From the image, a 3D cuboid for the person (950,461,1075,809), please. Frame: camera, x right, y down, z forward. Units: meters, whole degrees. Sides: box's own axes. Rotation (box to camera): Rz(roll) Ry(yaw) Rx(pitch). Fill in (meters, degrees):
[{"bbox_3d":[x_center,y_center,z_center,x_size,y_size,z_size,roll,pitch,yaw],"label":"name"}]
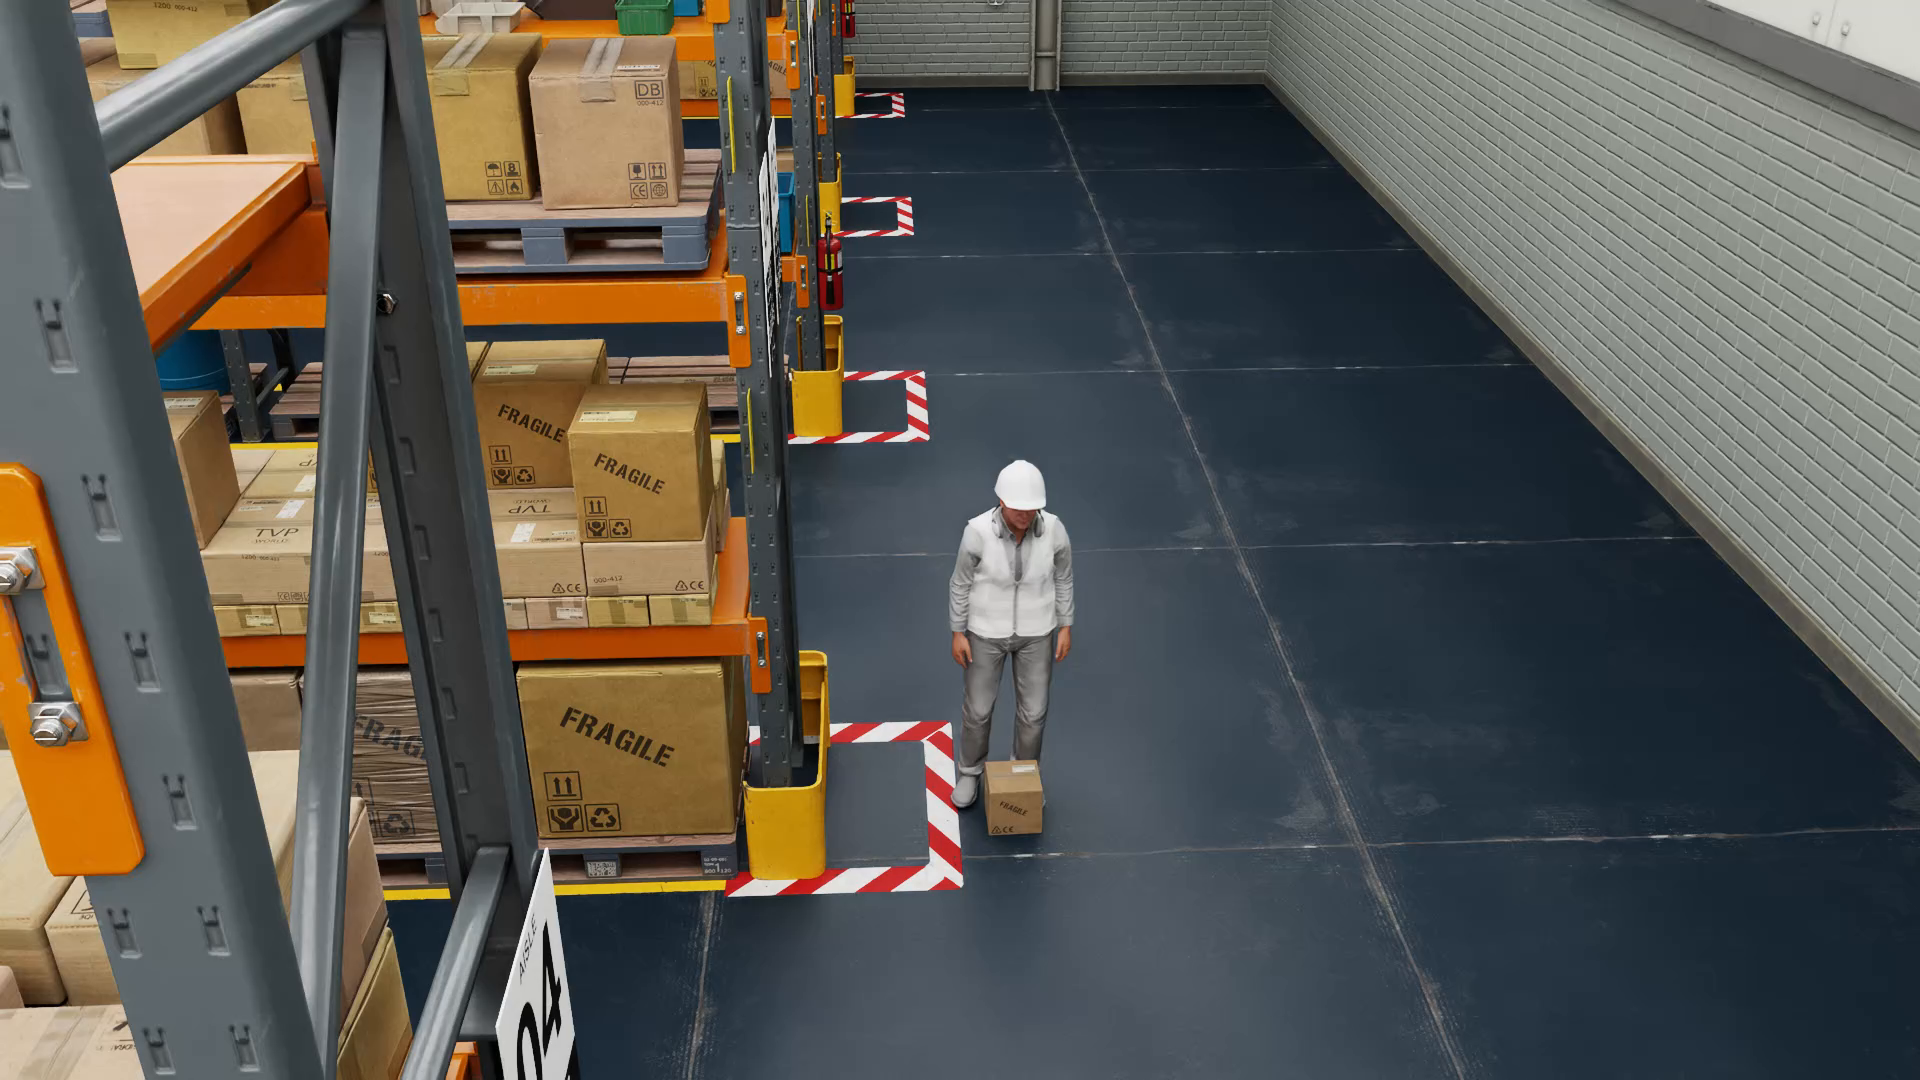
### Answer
[{"bbox_3d":[0.241,0.429,7.764,0.594,1.769,0.471,-3,28,-6],"label":"person"}]
